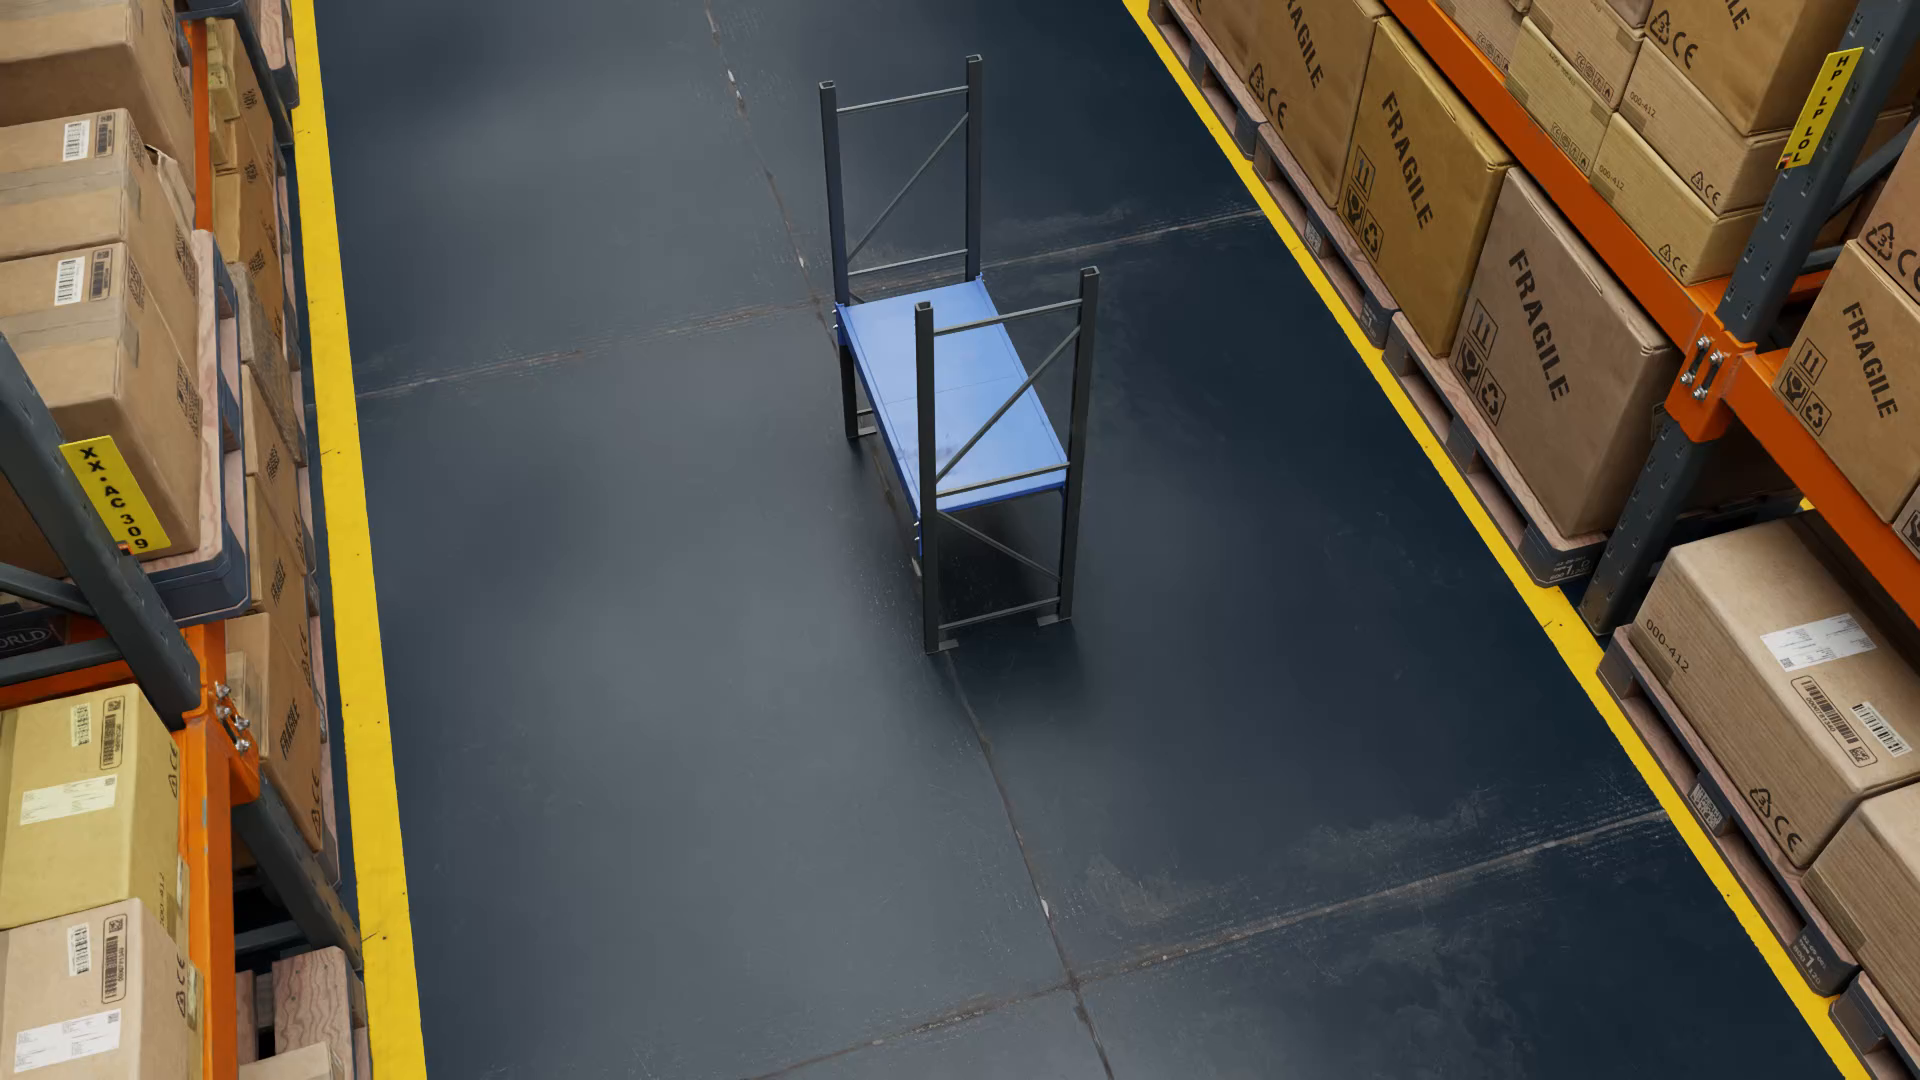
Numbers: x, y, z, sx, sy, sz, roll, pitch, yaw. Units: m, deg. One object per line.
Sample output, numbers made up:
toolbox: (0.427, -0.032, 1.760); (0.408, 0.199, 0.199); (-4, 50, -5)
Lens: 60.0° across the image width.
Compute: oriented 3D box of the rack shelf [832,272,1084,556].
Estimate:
rack shelf: (-0.025, -0.430, 5.367); (0.538, 0.185, 1.000); (-13, 51, -11)

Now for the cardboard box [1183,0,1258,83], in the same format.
cardboard box: (1.495, -2.649, 7.136); (0.875, 0.875, 0.875); (-14, 51, -11)

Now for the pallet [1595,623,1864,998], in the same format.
pallet: (2.703, 0.671, 5.046); (1.003, 0.211, 1.213); (-13, 51, -11)

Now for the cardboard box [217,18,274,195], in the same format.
cardboard box: (-3.040, -1.666, 6.553); (0.500, 0.500, 0.500); (-12, 51, -10)

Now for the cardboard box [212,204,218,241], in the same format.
cardboard box: (-2.728, -1.052, 5.611); (0.380, 0.149, 0.250); (-14, 51, -12)

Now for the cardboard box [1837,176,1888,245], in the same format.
cardboard box: (2.675, -1.133, 4.841); (0.500, 0.250, 0.500); (-14, 51, -12)

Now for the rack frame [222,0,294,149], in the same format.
rack frame: (-3.371, -2.597, 5.977); (1.000, 3.000, 0.127); (-13, 51, -11)

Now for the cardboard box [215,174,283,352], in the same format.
cardboard box: (-2.745, -0.917, 5.921); (0.500, 0.500, 0.500); (-11, 51, -9)

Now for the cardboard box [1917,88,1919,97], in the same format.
cardboard box: (2.697, -1.541, 4.368); (0.500, 0.500, 0.500); (-13, 51, -11)

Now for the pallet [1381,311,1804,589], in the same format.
pallet: (2.253, -0.448, 5.990); (1.003, 0.211, 1.213); (-13, 51, -11)

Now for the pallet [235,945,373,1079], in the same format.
pallet: (-1.986, 1.725, 4.158); (1.003, 0.211, 1.213); (-13, 51, -11)

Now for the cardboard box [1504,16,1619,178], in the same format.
cardboard box: (2.030, -1.395, 5.062); (0.500, 0.250, 0.500); (-14, 51, -11)

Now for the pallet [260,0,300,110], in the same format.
pallet: (-3.577, -2.308, 7.558); (1.003, 0.211, 1.213); (-13, 51, -11)

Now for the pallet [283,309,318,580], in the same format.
pallet: (-2.829, -0.255, 5.827); (1.003, 0.211, 1.213); (-13, 51, -11)

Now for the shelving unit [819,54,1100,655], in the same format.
shelving unit: (-0.025, -0.546, 5.229); (0.538, 1.500, 1.048); (-13, 51, -11)

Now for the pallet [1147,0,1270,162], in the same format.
pallet: (1.531, -2.230, 7.492); (1.003, 0.211, 1.213); (-13, 51, -11)

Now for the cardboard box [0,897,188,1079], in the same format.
cardboard box: (-1.642, 0.956, 2.885); (0.500, 0.250, 0.500); (-13, 51, -11)

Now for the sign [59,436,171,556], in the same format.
sign: (-1.672, -0.083, 3.292); (0.100, 0.325, 0.005); (-13, 51, -11)

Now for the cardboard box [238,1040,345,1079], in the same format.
cardboard box: (-1.743, 1.449, 4.157); (0.380, 0.149, 0.250); (-15, 51, -12)

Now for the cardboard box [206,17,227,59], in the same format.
cardboard box: (-2.983, -1.832, 6.269); (0.380, 0.149, 0.250); (-16, 52, -13)

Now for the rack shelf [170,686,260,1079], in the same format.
rack shelf: (-1.596, 2.017, 2.558); (1.077, 0.370, 4.000); (-13, 51, -11)

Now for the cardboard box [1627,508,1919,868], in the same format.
cardboard box: (2.636, 0.373, 4.875); (0.875, 0.438, 0.875); (-14, 51, -12)

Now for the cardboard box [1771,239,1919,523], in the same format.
cardboard box: (2.441, -0.431, 4.086); (0.500, 0.500, 0.500); (-12, 51, -10)

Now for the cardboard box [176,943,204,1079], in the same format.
cardboard box: (-1.655, 0.951, 3.151); (0.380, 0.149, 0.250); (-12, 51, -10)

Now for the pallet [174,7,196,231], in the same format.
pallet: (-2.791, -1.116, 4.854); (1.003, 0.211, 1.213); (-13, 51, -11)

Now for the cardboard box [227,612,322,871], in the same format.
cardboard box: (-2.116, 0.591, 4.650); (0.500, 0.500, 0.500); (-11, 51, -9)

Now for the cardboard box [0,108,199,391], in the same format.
cardboard box: (-2.270, -0.625, 3.975); (0.700, 0.500, 0.500); (-13, 51, -11)

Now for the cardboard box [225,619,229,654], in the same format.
cardboard box: (-2.196, 0.279, 4.489); (0.380, 0.149, 0.250); (-15, 51, -12)

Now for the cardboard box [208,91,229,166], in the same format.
cardboard box: (-2.837, -1.438, 5.936); (0.380, 0.149, 0.250); (-15, 51, -12)

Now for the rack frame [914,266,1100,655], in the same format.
rack frame: (0.125, -0.174, 4.916); (0.500, 1.500, 0.032); (-13, 51, -11)

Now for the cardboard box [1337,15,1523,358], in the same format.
cardboard box: (2.018, -1.344, 6.036); (0.875, 0.875, 0.875); (-12, 51, -10)

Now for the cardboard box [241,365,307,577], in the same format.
cardboard box: (-2.426, -0.161, 5.284); (0.500, 0.500, 0.500); (-15, 51, -12)

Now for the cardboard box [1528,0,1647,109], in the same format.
cardboard box: (2.035, -1.544, 4.861); (0.500, 0.250, 0.500); (-12, 51, -10)

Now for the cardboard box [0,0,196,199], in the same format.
cardboard box: (-2.502, -1.198, 4.458); (0.700, 0.500, 0.500); (-14, 51, -11)

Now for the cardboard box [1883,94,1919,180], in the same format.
cardboard box: (2.692, -1.298, 4.654); (0.500, 0.250, 0.500); (-15, 51, -12)

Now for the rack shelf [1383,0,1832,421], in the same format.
rack shelf: (1.961, -2.029, 5.969); (1.077, 0.370, 4.000); (-13, 51, -11)

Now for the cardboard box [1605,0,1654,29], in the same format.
cardboard box: (2.021, -1.801, 4.587); (0.500, 0.500, 0.500); (-12, 51, -10)
